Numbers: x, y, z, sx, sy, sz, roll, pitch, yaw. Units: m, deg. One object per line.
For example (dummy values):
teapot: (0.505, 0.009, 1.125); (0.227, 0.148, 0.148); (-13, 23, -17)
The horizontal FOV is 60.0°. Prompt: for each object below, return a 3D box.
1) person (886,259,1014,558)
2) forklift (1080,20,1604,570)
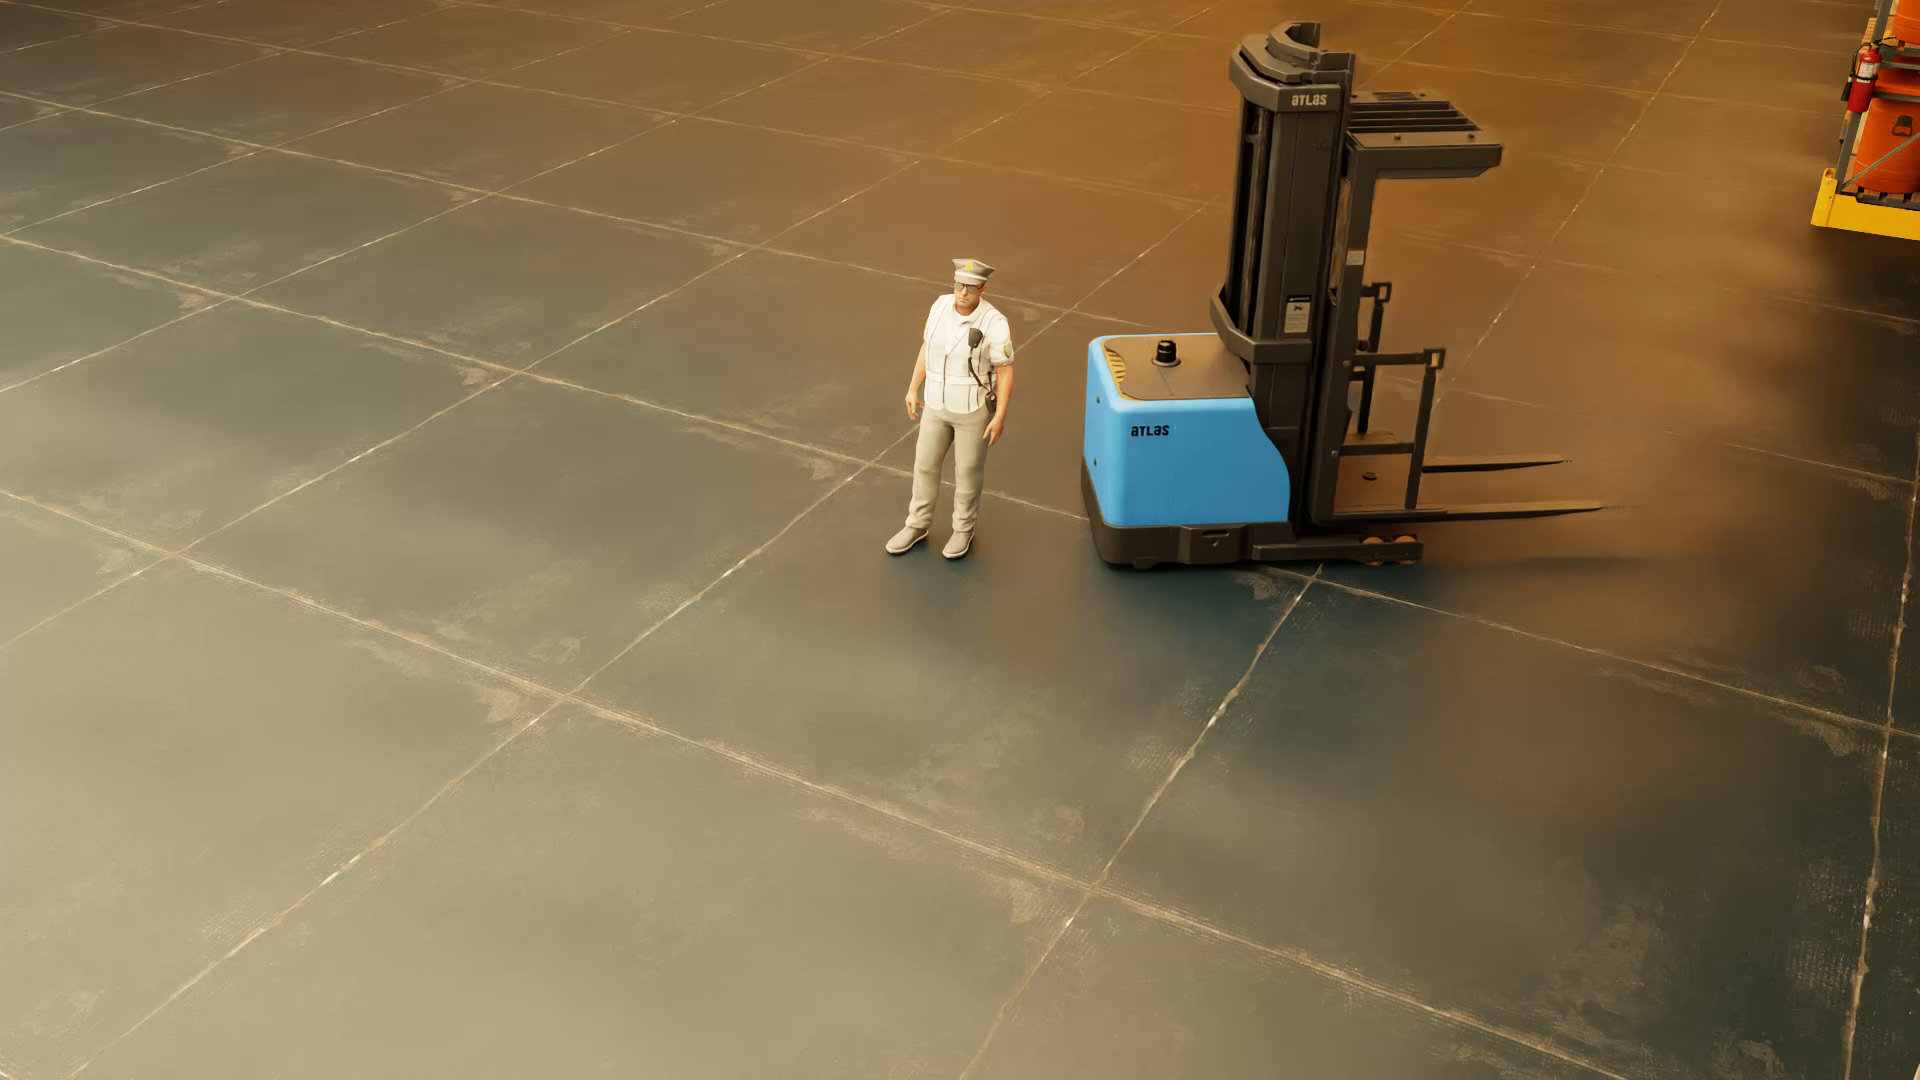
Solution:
person: (-0.048, -0.747, 9.500); (0.640, 1.780, 0.575); (15, 33, 25)
forklift: (2.297, -1.380, 9.462); (3.031, 2.935, 1.130); (-2, 30, -4)
